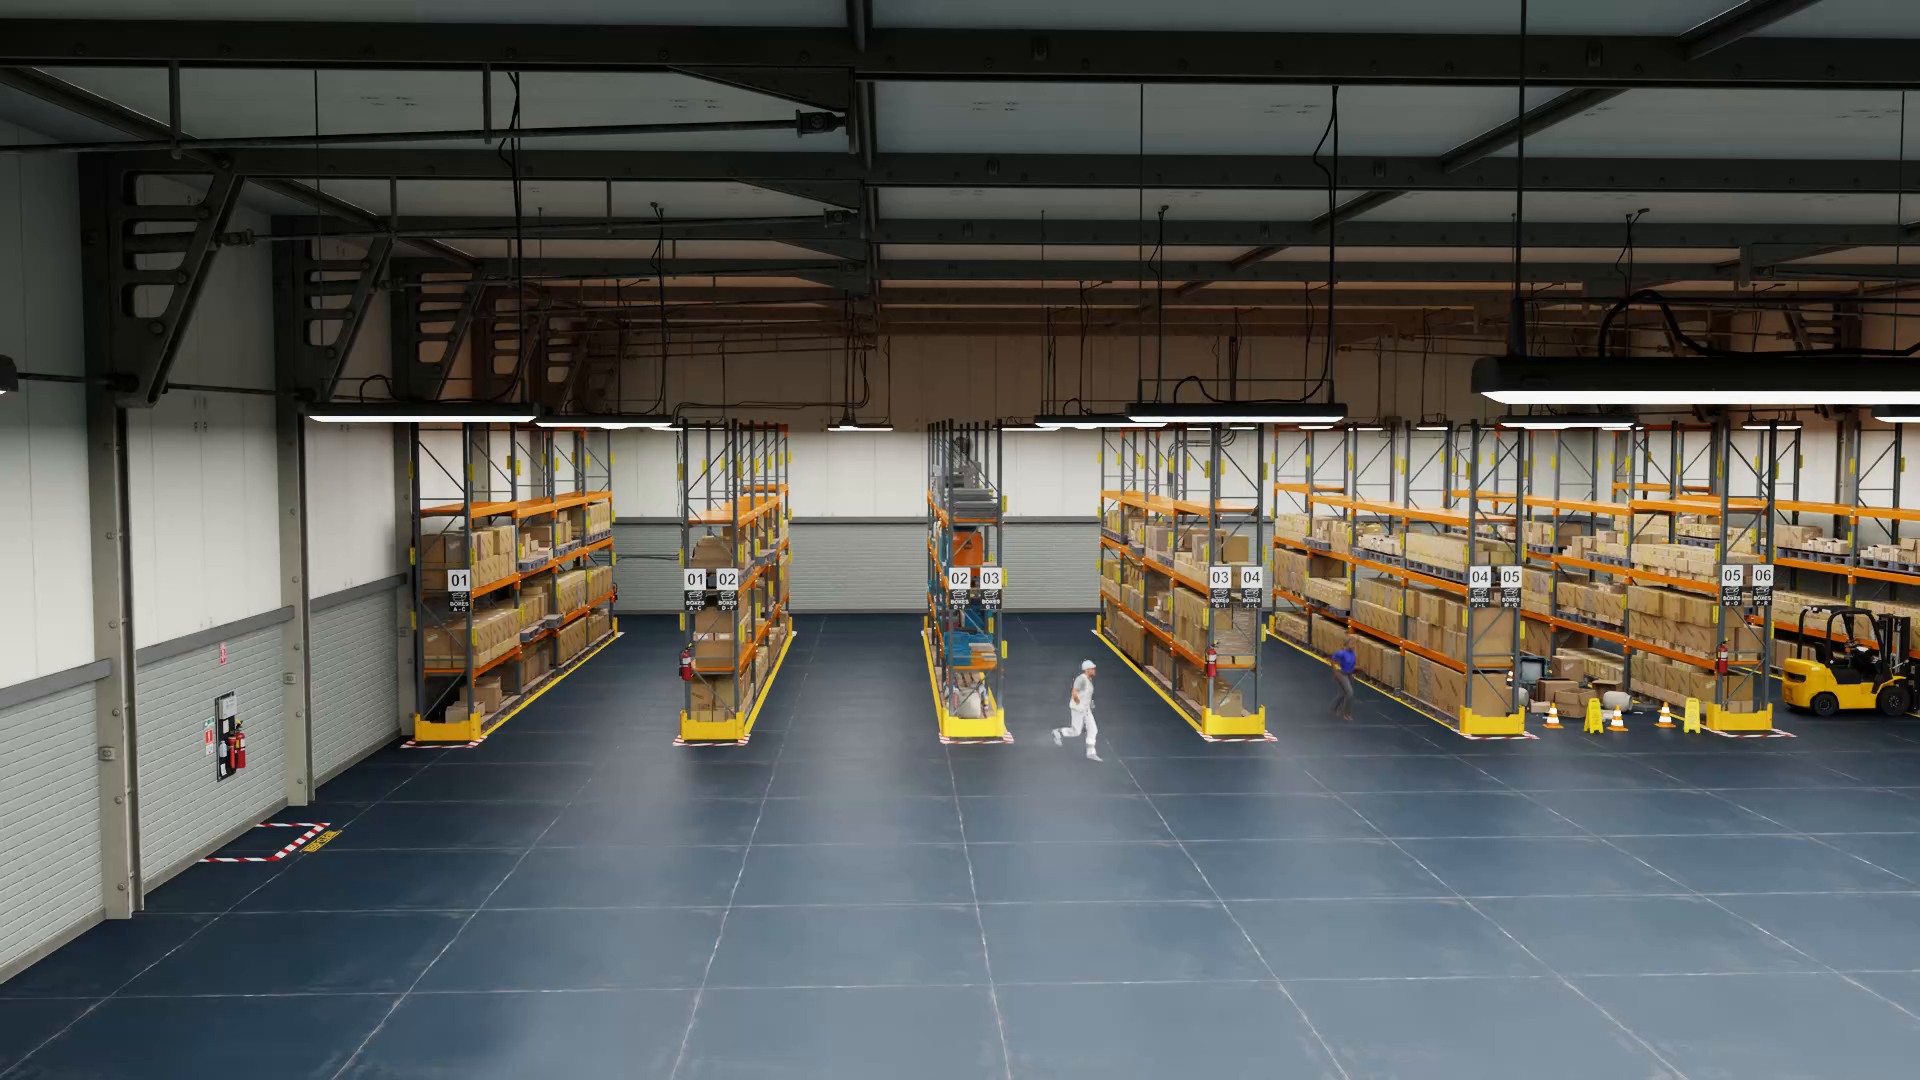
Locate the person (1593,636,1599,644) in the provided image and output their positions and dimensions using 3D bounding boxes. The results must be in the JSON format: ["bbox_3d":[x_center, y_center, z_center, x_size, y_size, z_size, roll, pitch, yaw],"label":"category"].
[{"bbox_3d":[16.934,1.975,44.922,0.600,1.834,0.853,-1,4,-13],"label":"person"}]

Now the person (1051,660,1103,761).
[{"bbox_3d":[2.073,2.992,29.281,0.985,1.770,0.661,2,4,28],"label":"person"}]

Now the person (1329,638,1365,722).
[{"bbox_3d":[7.691,2.799,33.224,0.507,1.706,0.846,-3,5,-42],"label":"person"}]
